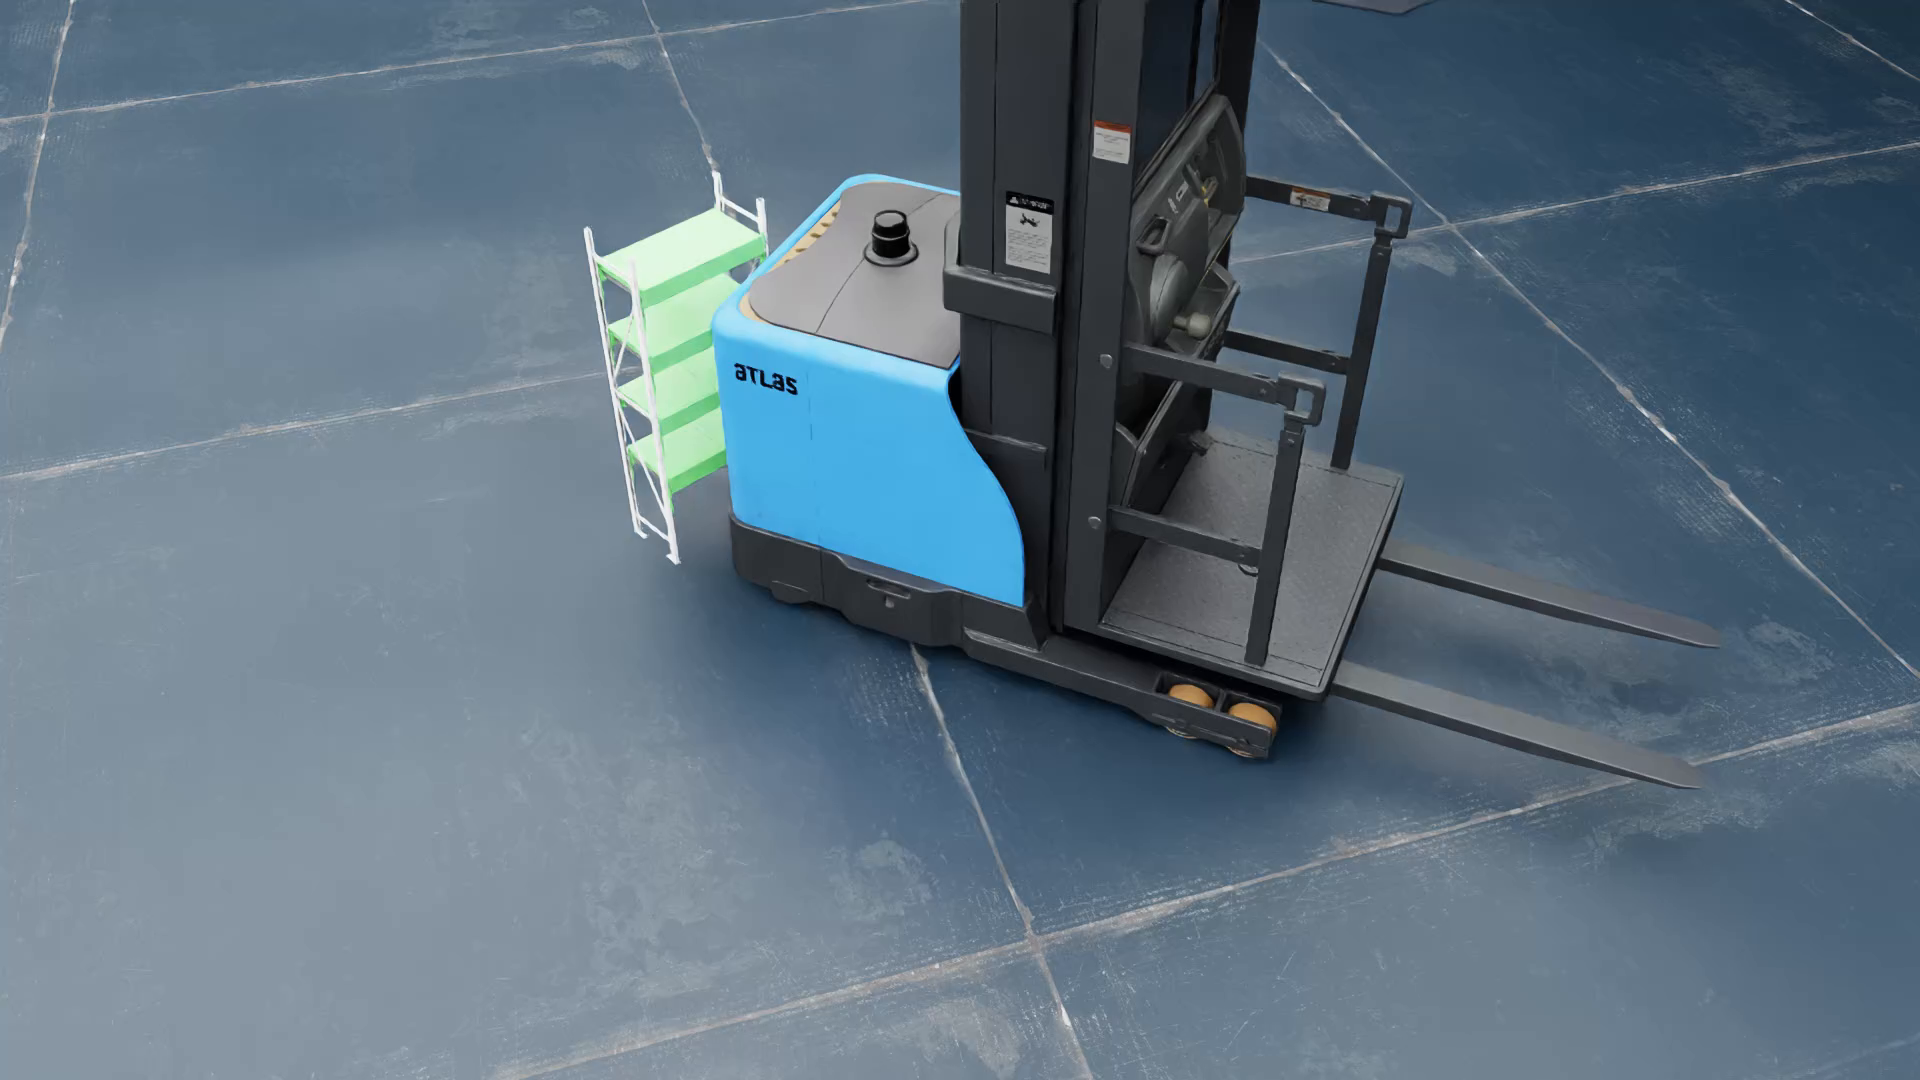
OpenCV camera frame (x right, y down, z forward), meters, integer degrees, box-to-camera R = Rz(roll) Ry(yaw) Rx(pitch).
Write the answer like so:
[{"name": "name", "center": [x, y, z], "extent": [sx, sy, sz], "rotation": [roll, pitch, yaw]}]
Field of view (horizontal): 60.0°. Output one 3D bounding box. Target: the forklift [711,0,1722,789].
[{"name": "forklift", "center": [0.811, -0.850, 4.496], "extent": [3.031, 2.935, 1.130], "rotation": [16, 44, 18]}]

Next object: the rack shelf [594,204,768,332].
[{"name": "rack shelf", "center": [-0.868, -0.854, 5.183], "extent": [0.480, 0.148, 0.258], "rotation": [-32, 51, -32]}]

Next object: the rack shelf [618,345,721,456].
[{"name": "rack shelf", "center": [-0.868, -0.492, 5.498], "extent": [0.480, 0.148, 0.258], "rotation": [-32, 51, -32]}]

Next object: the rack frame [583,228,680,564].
[{"name": "rack frame", "center": [-1.043, -0.429, 5.329], "extent": [0.015, 1.200, 0.240], "rotation": [-32, 51, -32]}]

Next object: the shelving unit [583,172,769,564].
[{"name": "shelving unit", "center": [-0.868, -0.540, 5.456], "extent": [0.503, 1.200, 0.258], "rotation": [-32, 51, -32]}]

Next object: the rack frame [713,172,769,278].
[{"name": "rack frame", "center": [-0.692, -0.652, 5.584], "extent": [0.015, 1.200, 0.240], "rotation": [-32, 51, -32]}]

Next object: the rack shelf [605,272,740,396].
[{"name": "rack shelf", "center": [-0.868, -0.673, 5.341], "extent": [0.480, 0.148, 0.258], "rotation": [-32, 51, -32]}]

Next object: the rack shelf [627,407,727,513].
[{"name": "rack shelf", "center": [-0.868, -0.311, 5.656], "extent": [0.480, 0.148, 0.258], "rotation": [-32, 51, -32]}]
